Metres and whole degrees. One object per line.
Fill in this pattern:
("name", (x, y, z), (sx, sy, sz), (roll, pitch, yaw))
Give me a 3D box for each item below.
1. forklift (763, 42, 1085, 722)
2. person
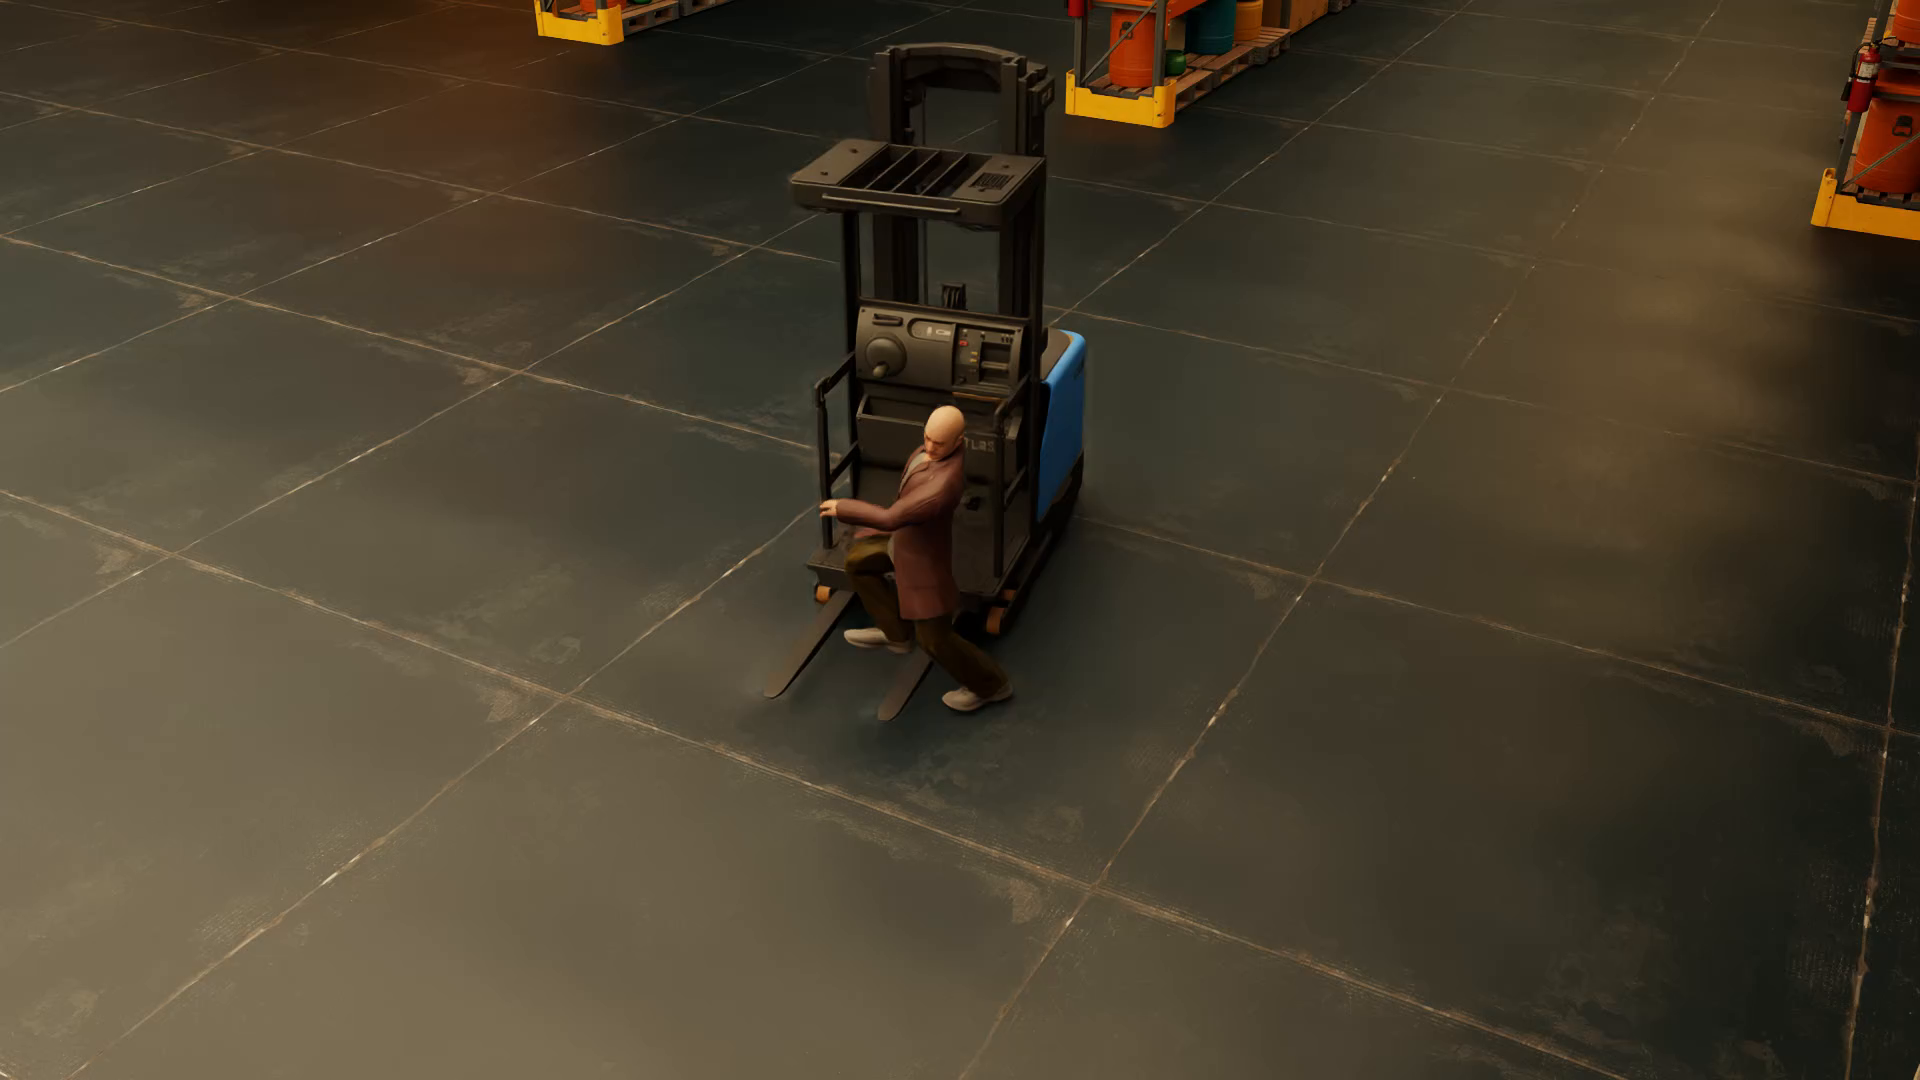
("forklift", (-0.180, -0.970, 8.752), (1.130, 2.935, 3.031), (9, 31, 16))
("person", (-0.239, 0.019, 8.305), (0.927, 1.650, 0.798), (-7, 31, -11))
